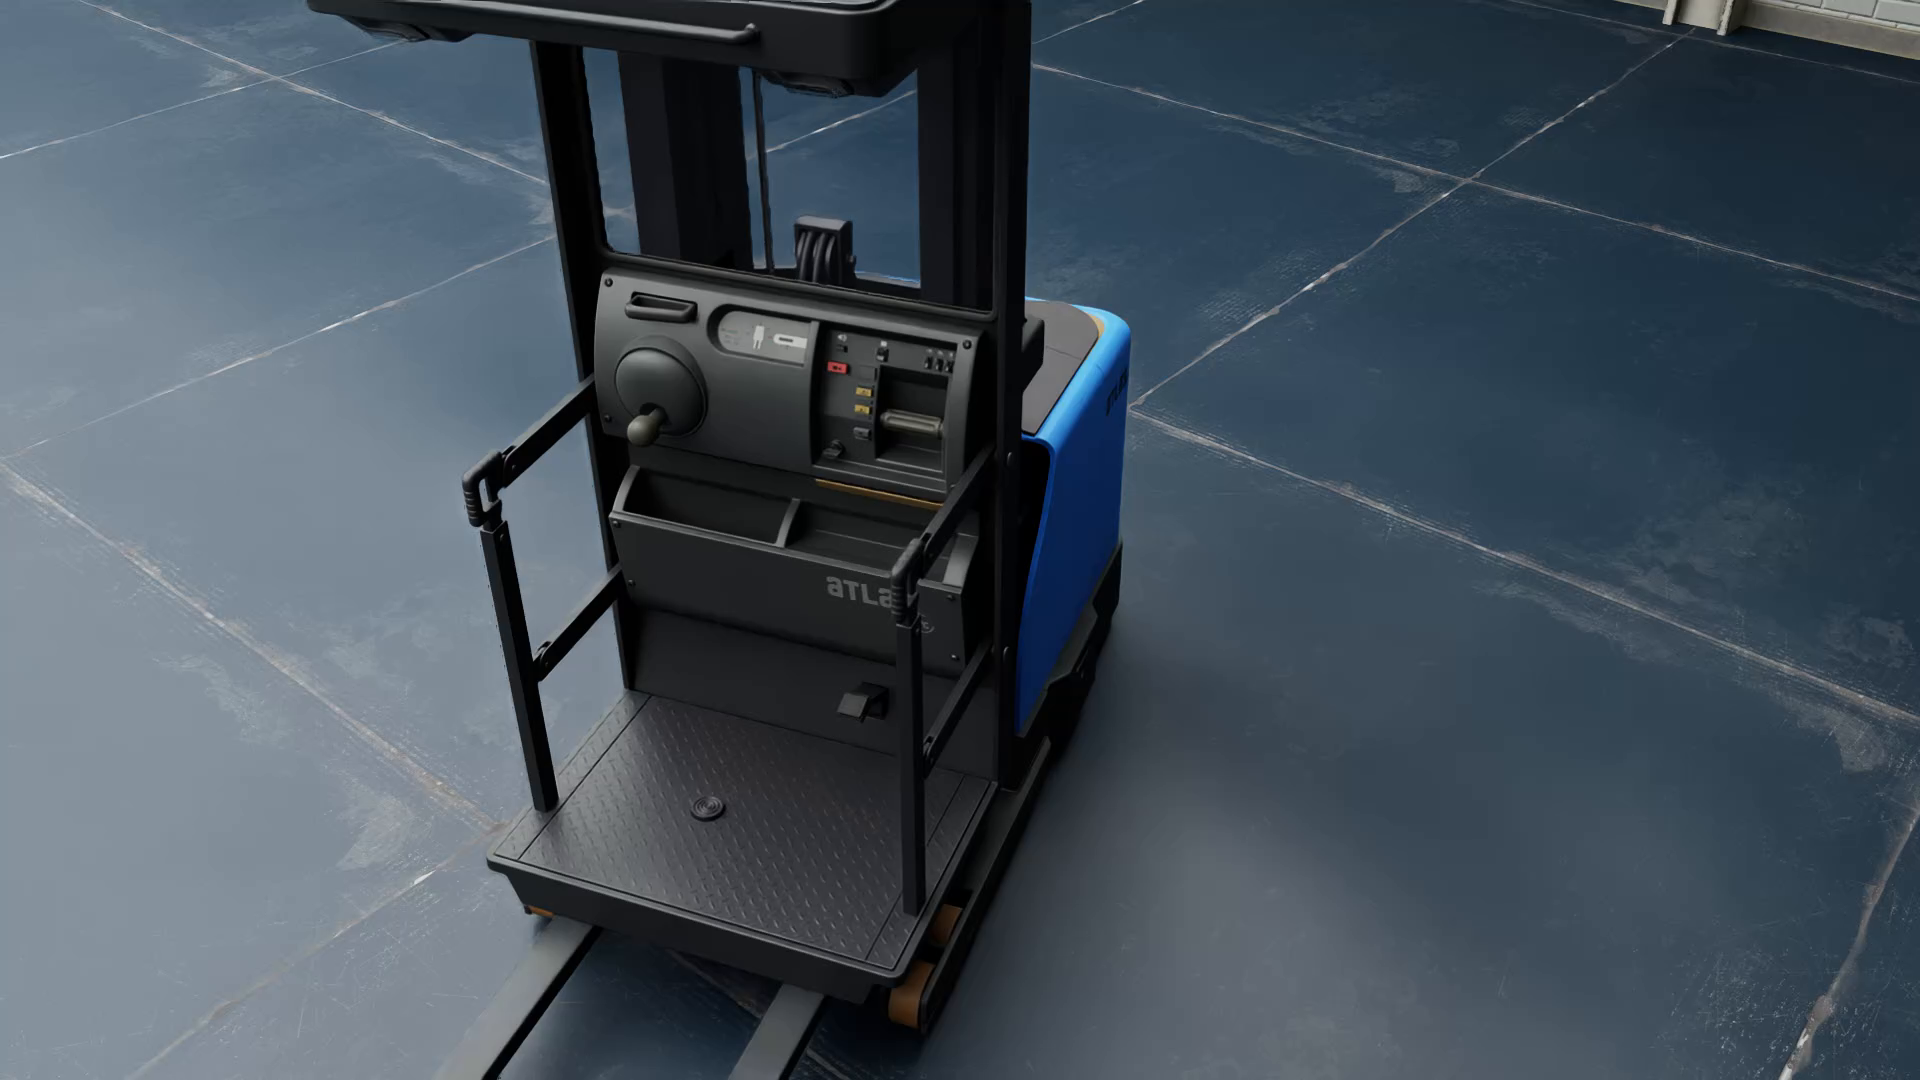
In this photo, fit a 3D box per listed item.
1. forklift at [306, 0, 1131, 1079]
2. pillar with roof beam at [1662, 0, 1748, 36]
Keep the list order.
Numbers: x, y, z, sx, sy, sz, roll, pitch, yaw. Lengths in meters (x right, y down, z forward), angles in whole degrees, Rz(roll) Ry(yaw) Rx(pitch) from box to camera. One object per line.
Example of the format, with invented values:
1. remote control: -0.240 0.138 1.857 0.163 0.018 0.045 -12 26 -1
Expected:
1. forklift: -0.478 -0.295 3.591 1.130 2.935 3.031 12 36 17
2. pillar with roof beam: 1.931 -5.097 5.222 0.400 9.000 9.100 25 42 32
